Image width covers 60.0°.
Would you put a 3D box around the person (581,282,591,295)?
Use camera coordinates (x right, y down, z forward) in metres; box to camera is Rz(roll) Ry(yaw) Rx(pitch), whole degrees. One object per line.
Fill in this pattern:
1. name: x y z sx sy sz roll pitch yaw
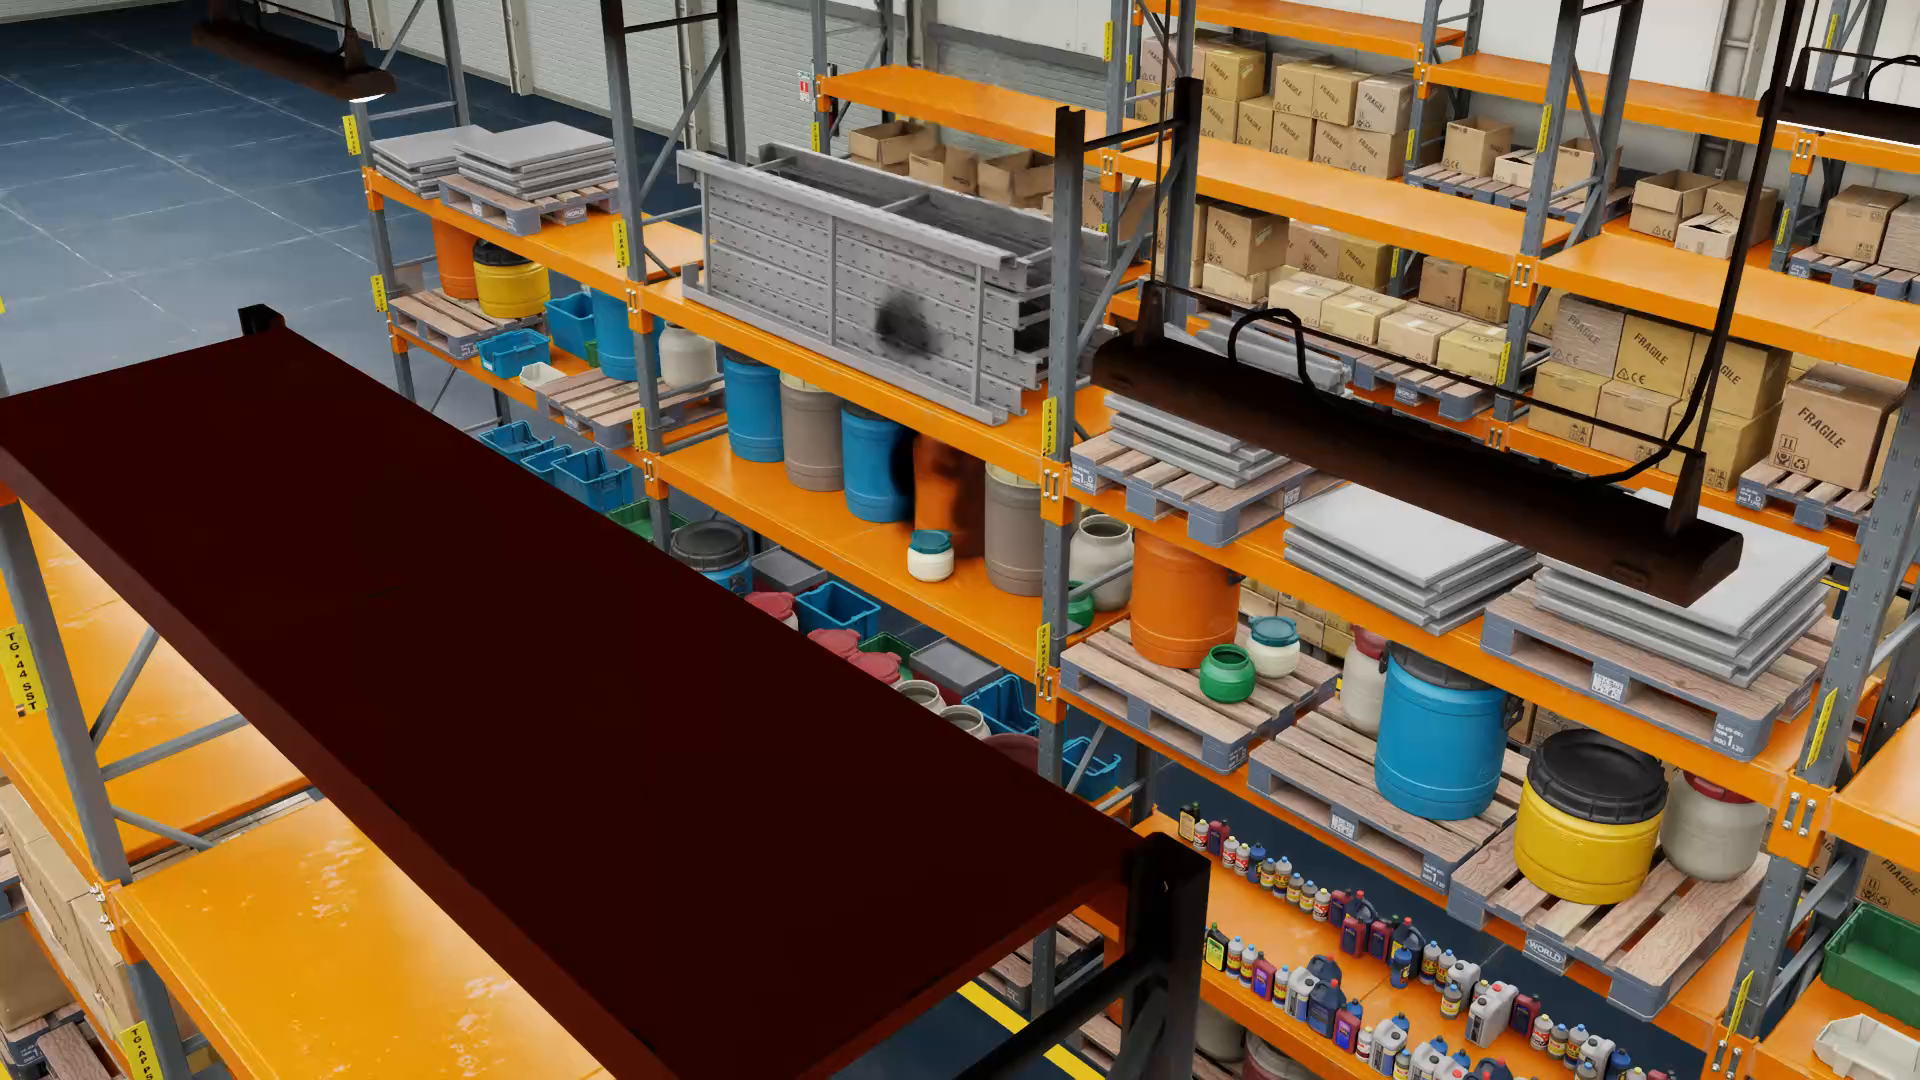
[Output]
1. person: -4.440 -2.918 20.575 0.588 1.660 0.624 -14 31 -25
